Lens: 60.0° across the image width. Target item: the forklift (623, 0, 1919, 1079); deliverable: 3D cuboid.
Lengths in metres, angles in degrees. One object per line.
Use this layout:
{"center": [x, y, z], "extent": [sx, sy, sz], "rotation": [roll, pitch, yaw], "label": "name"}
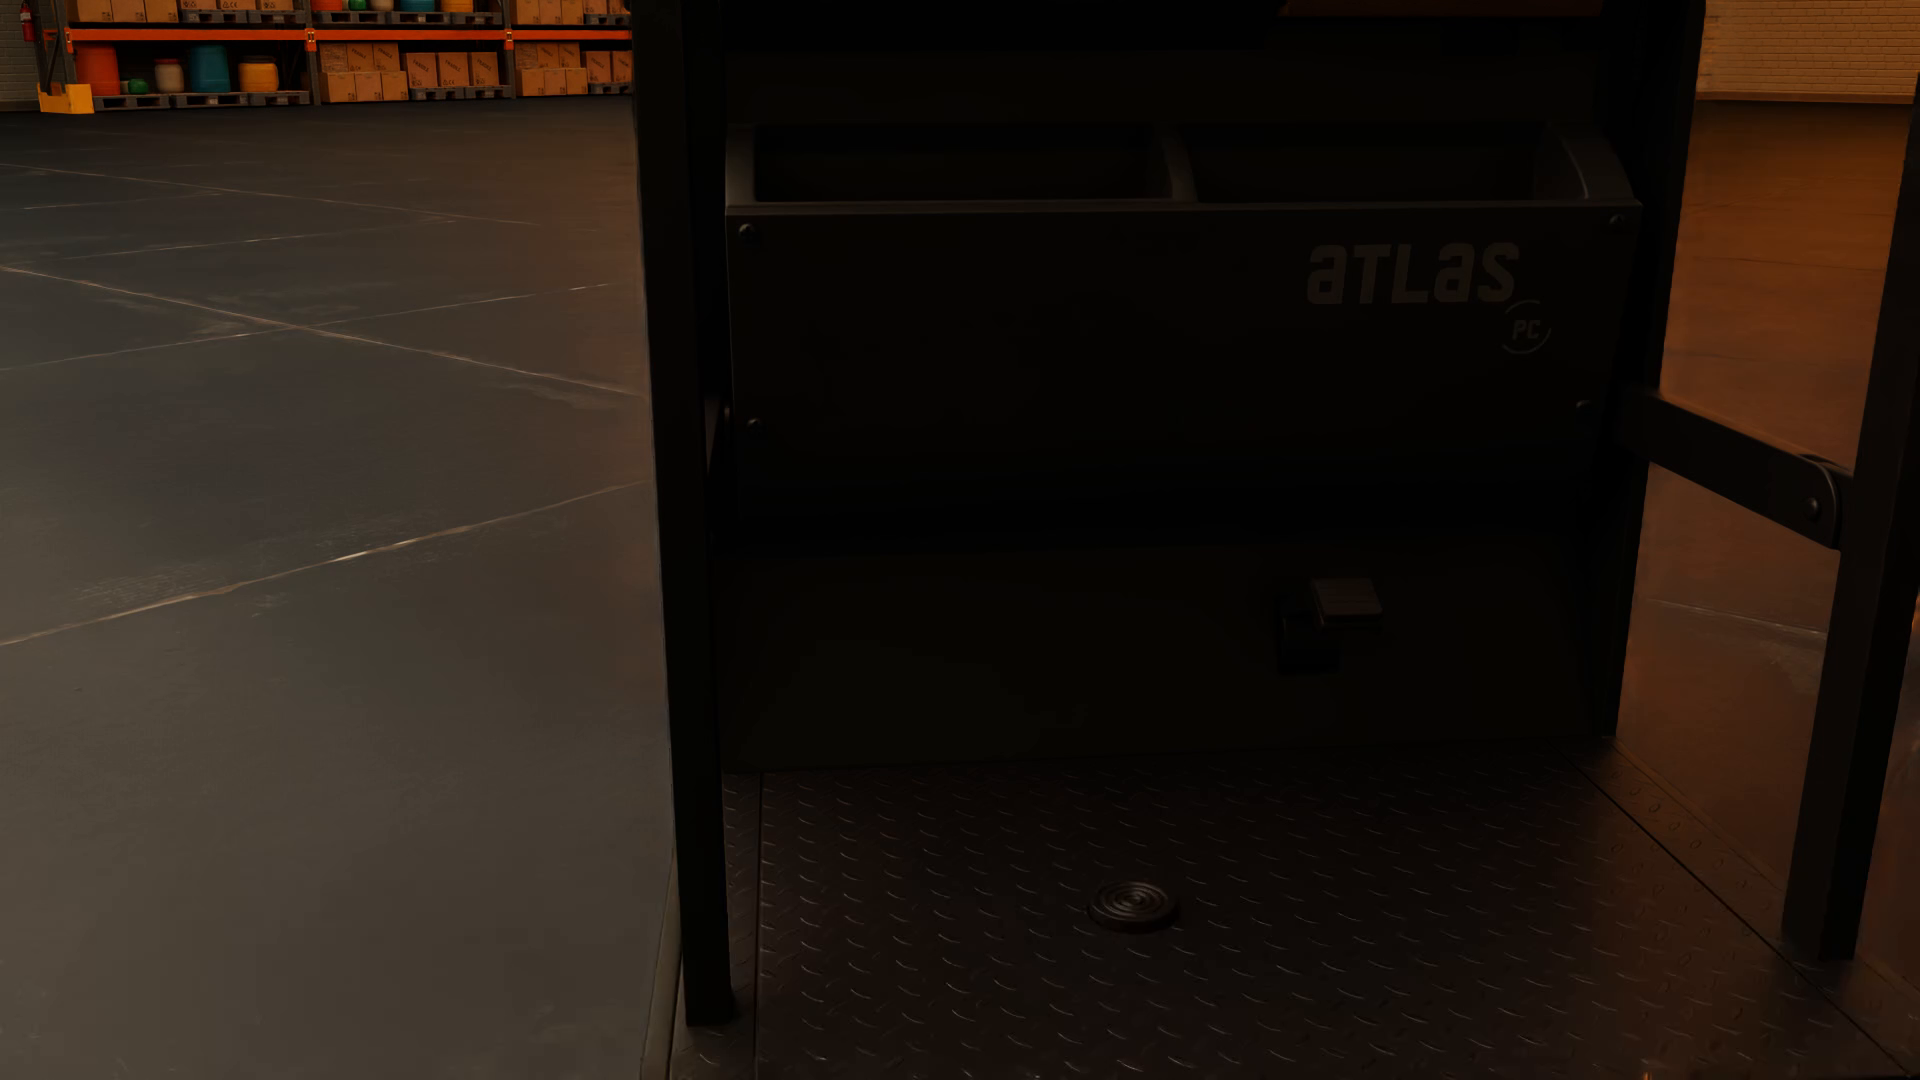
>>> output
{"center": [0.252, -0.754, 1.381], "extent": [1.130, 2.935, 3.031], "rotation": [-2, 17, -6], "label": "forklift"}
